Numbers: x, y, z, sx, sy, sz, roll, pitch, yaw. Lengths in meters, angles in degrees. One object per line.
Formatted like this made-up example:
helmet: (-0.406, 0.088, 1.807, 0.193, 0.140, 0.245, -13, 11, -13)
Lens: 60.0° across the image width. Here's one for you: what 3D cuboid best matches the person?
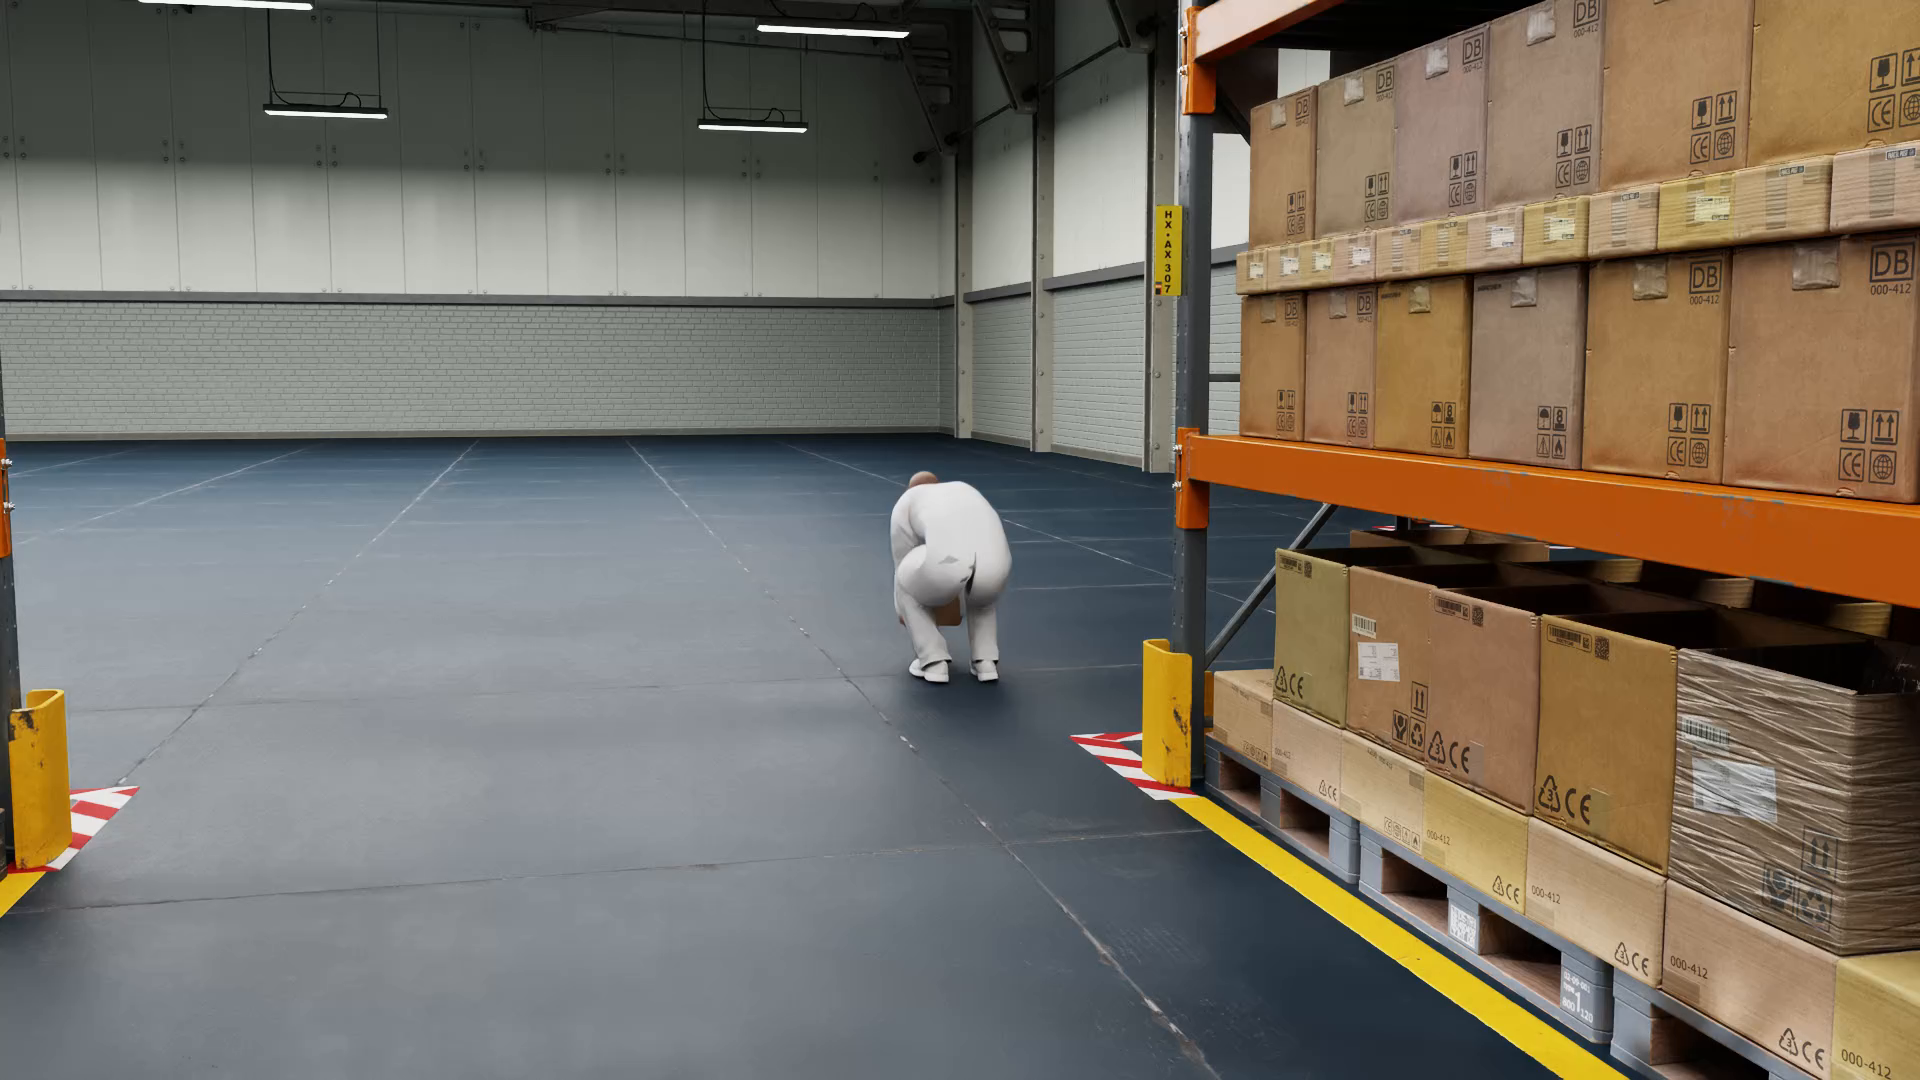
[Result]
person: (-0.057, 0.192, 8.424, 0.591, 0.971, 0.938, -2, 6, -16)
